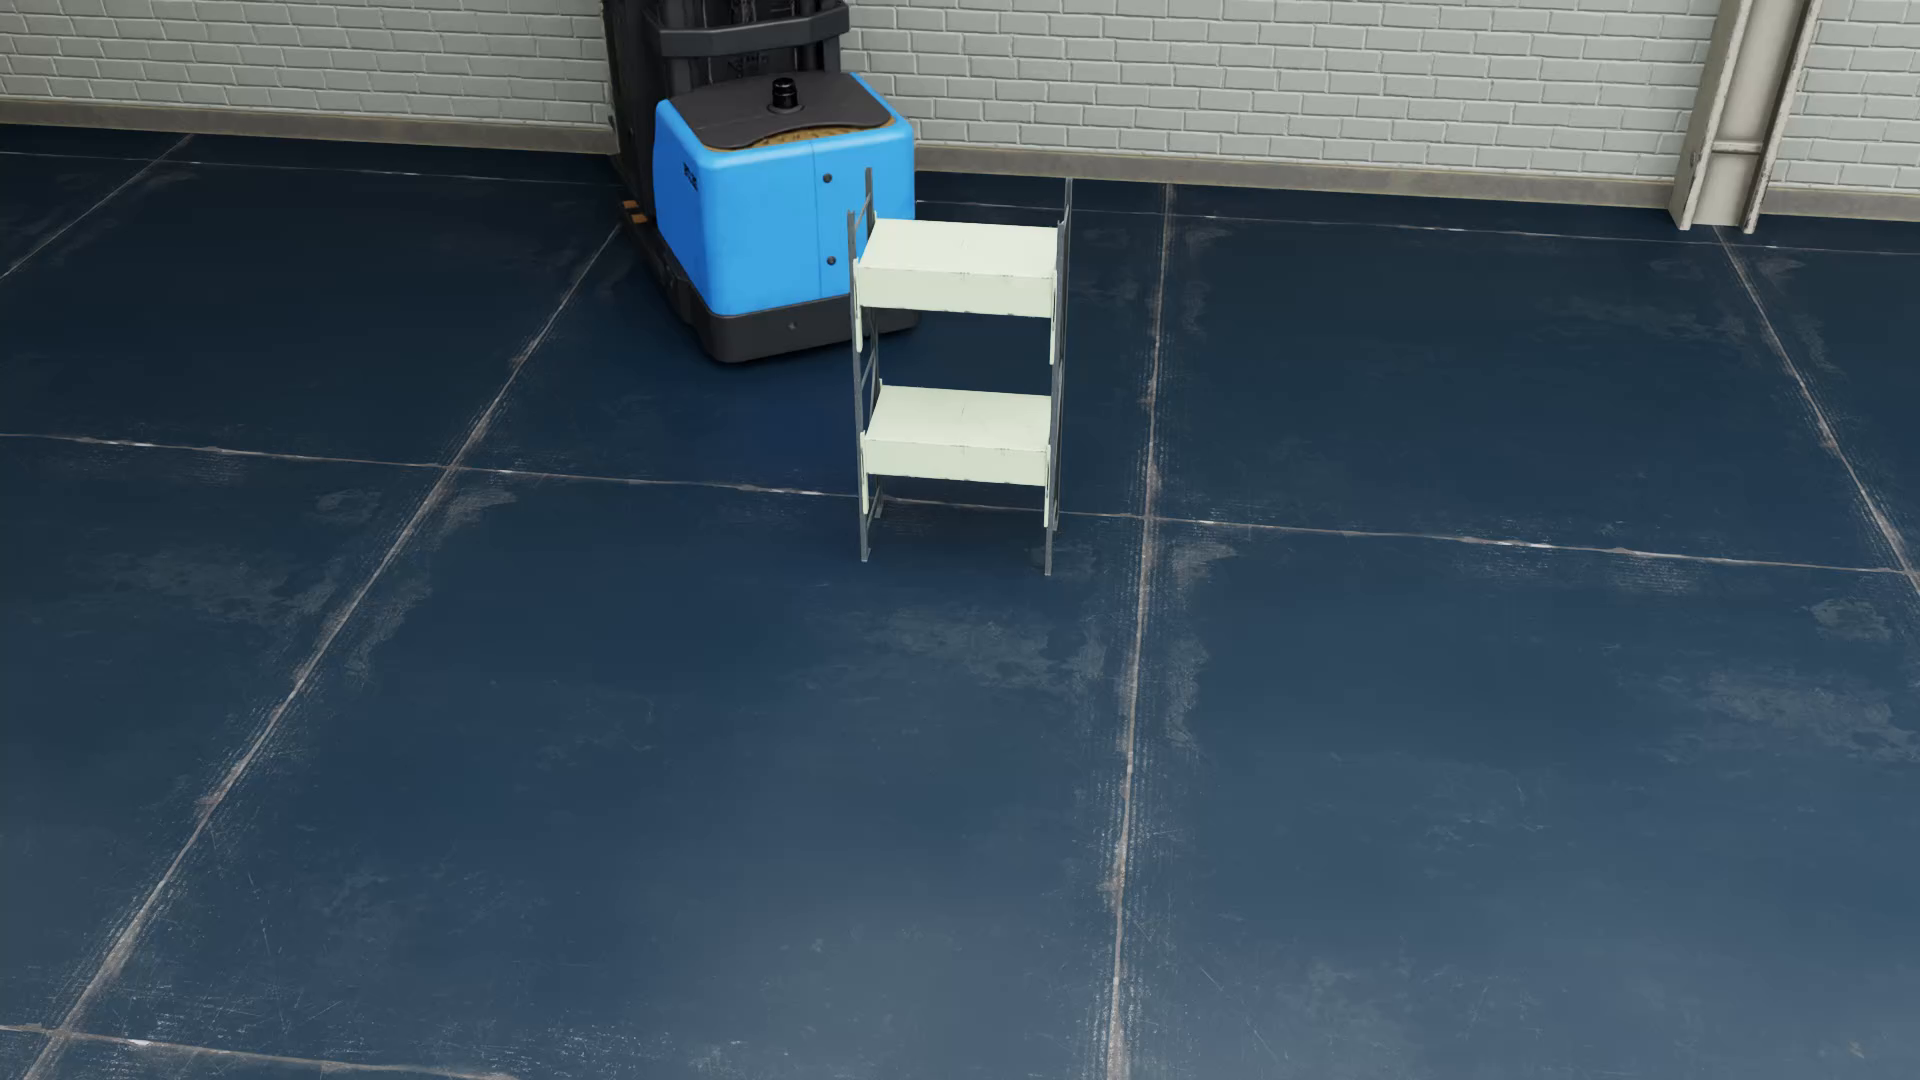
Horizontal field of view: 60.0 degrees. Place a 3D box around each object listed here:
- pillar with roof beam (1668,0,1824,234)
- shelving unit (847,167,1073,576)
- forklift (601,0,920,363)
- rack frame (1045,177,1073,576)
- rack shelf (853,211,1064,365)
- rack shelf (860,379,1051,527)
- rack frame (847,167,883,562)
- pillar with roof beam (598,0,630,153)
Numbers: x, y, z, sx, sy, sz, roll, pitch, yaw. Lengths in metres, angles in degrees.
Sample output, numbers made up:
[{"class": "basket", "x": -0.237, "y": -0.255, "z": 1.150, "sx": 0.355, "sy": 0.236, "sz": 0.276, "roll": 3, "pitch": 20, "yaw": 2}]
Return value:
[{"class": "pillar with roof beam", "x": 3.620, "y": -2.963, "z": 3.155, "sx": 0.400, "sy": 9.000, "sz": 9.100, "roll": 4, "pitch": 36, "yaw": 6}, {"class": "shelving unit", "x": 0.007, "y": -0.610, "z": 6.314, "sx": 0.755, "sy": 1.500, "sz": 0.431, "roll": 4, "pitch": 36, "yaw": 6}, {"class": "forklift", "x": -1.235, "y": -2.875, "z": 8.255, "sx": 1.130, "sy": 2.935, "sz": 3.031, "roll": -14, "pitch": 38, "yaw": -18}, {"class": "rack frame", "x": 0.370, "y": -0.583, "z": 6.276, "sx": 0.023, "sy": 1.500, "sz": 0.400, "roll": 4, "pitch": 36, "yaw": 6}, {"class": "rack shelf", "x": 0.007, "y": -0.928, "z": 6.087, "sx": 0.720, "sy": 0.370, "sz": 0.431, "roll": 4, "pitch": 36, "yaw": 6}, {"class": "rack shelf", "x": 0.007, "y": -0.345, "z": 6.503, "sx": 0.720, "sy": 0.370, "sz": 0.431, "roll": 4, "pitch": 36, "yaw": 6}, {"class": "rack frame", "x": -0.356, "y": -0.637, "z": 6.352, "sx": 0.023, "sy": 1.500, "sz": 0.400, "roll": 4, "pitch": 36, "yaw": 6}, {"class": "pillar with roof beam", "x": -2.332, "y": -3.407, "z": 3.777, "sx": 0.400, "sy": 9.000, "sz": 9.100, "roll": 4, "pitch": 36, "yaw": 6}]
